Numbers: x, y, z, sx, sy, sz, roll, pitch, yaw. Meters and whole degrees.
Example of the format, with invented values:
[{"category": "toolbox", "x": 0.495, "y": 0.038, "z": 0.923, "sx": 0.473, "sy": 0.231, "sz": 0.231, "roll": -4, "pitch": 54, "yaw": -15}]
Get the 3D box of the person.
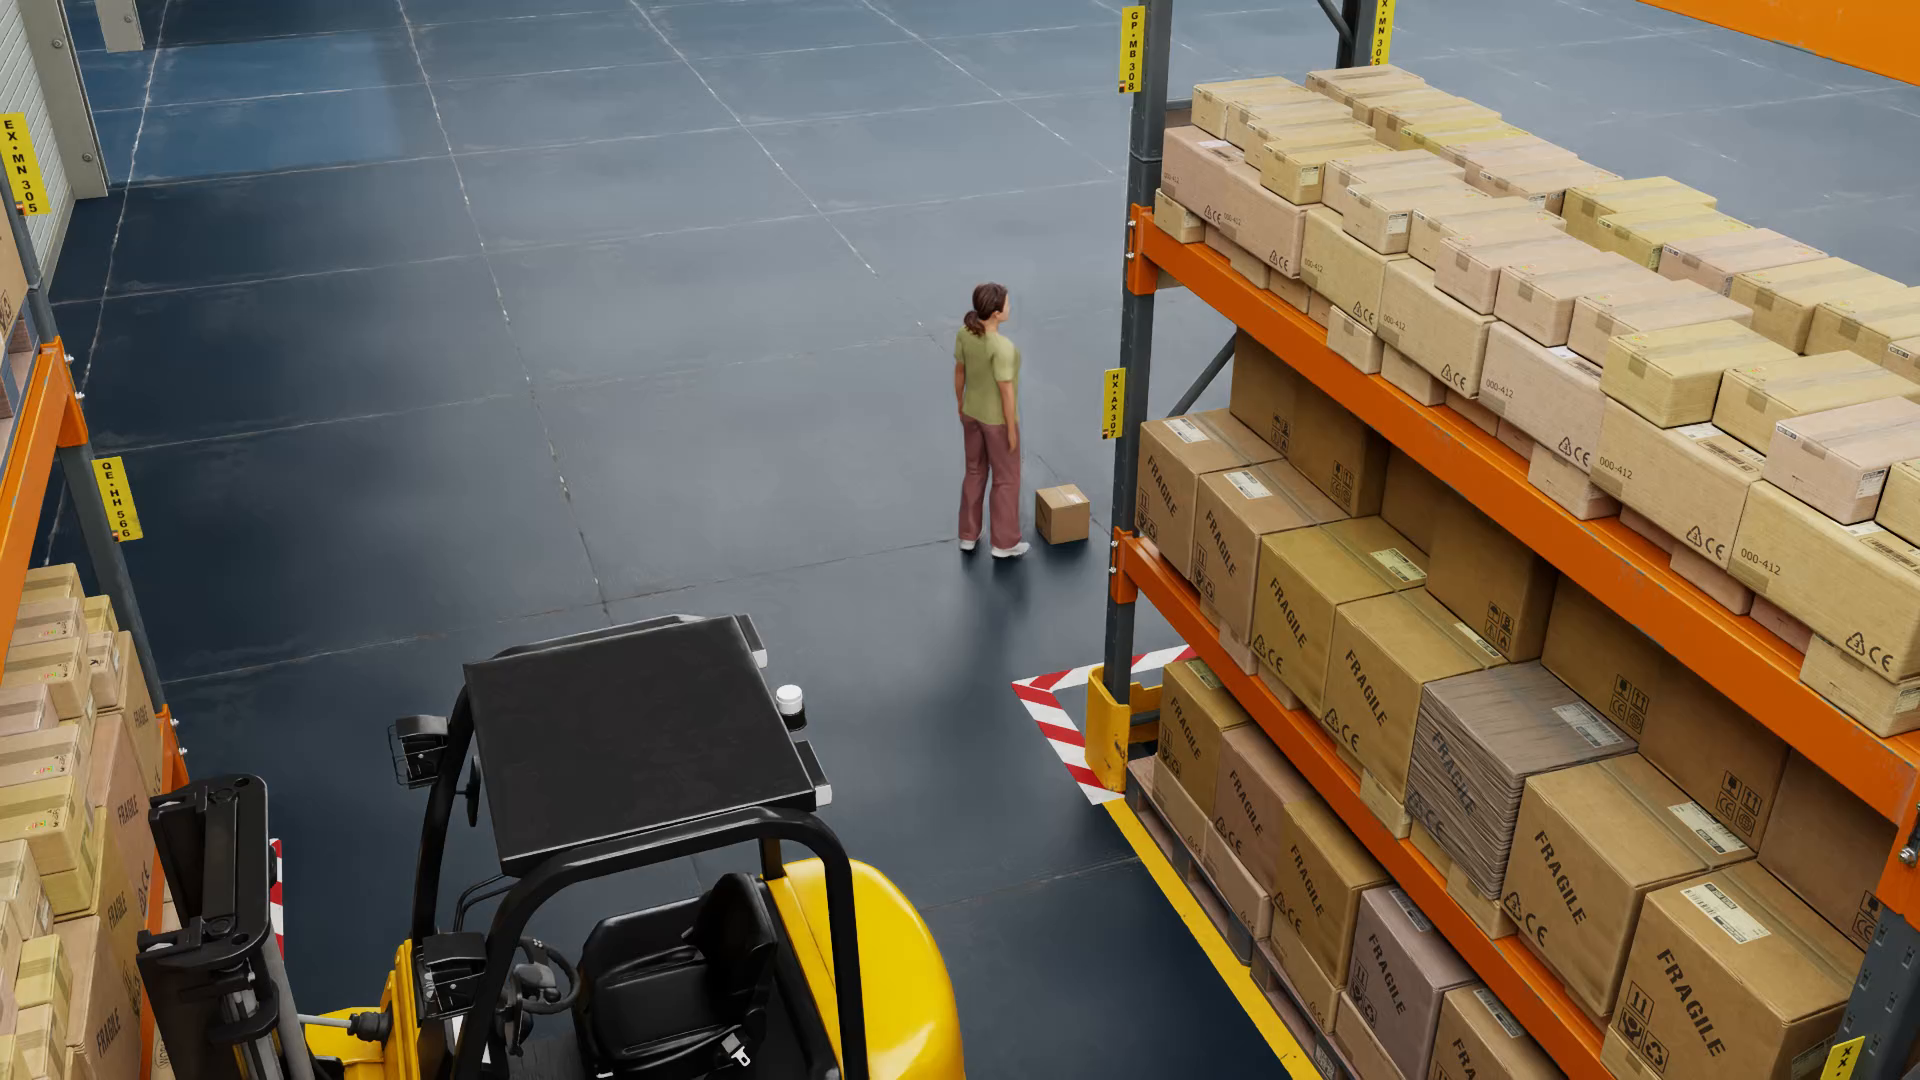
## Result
[{"category": "person", "x": 0.172, "y": -0.680, "z": 9.539, "sx": 0.515, "sy": 1.717, "sz": 0.388, "roll": 26, "pitch": 39, "yaw": 38}]
